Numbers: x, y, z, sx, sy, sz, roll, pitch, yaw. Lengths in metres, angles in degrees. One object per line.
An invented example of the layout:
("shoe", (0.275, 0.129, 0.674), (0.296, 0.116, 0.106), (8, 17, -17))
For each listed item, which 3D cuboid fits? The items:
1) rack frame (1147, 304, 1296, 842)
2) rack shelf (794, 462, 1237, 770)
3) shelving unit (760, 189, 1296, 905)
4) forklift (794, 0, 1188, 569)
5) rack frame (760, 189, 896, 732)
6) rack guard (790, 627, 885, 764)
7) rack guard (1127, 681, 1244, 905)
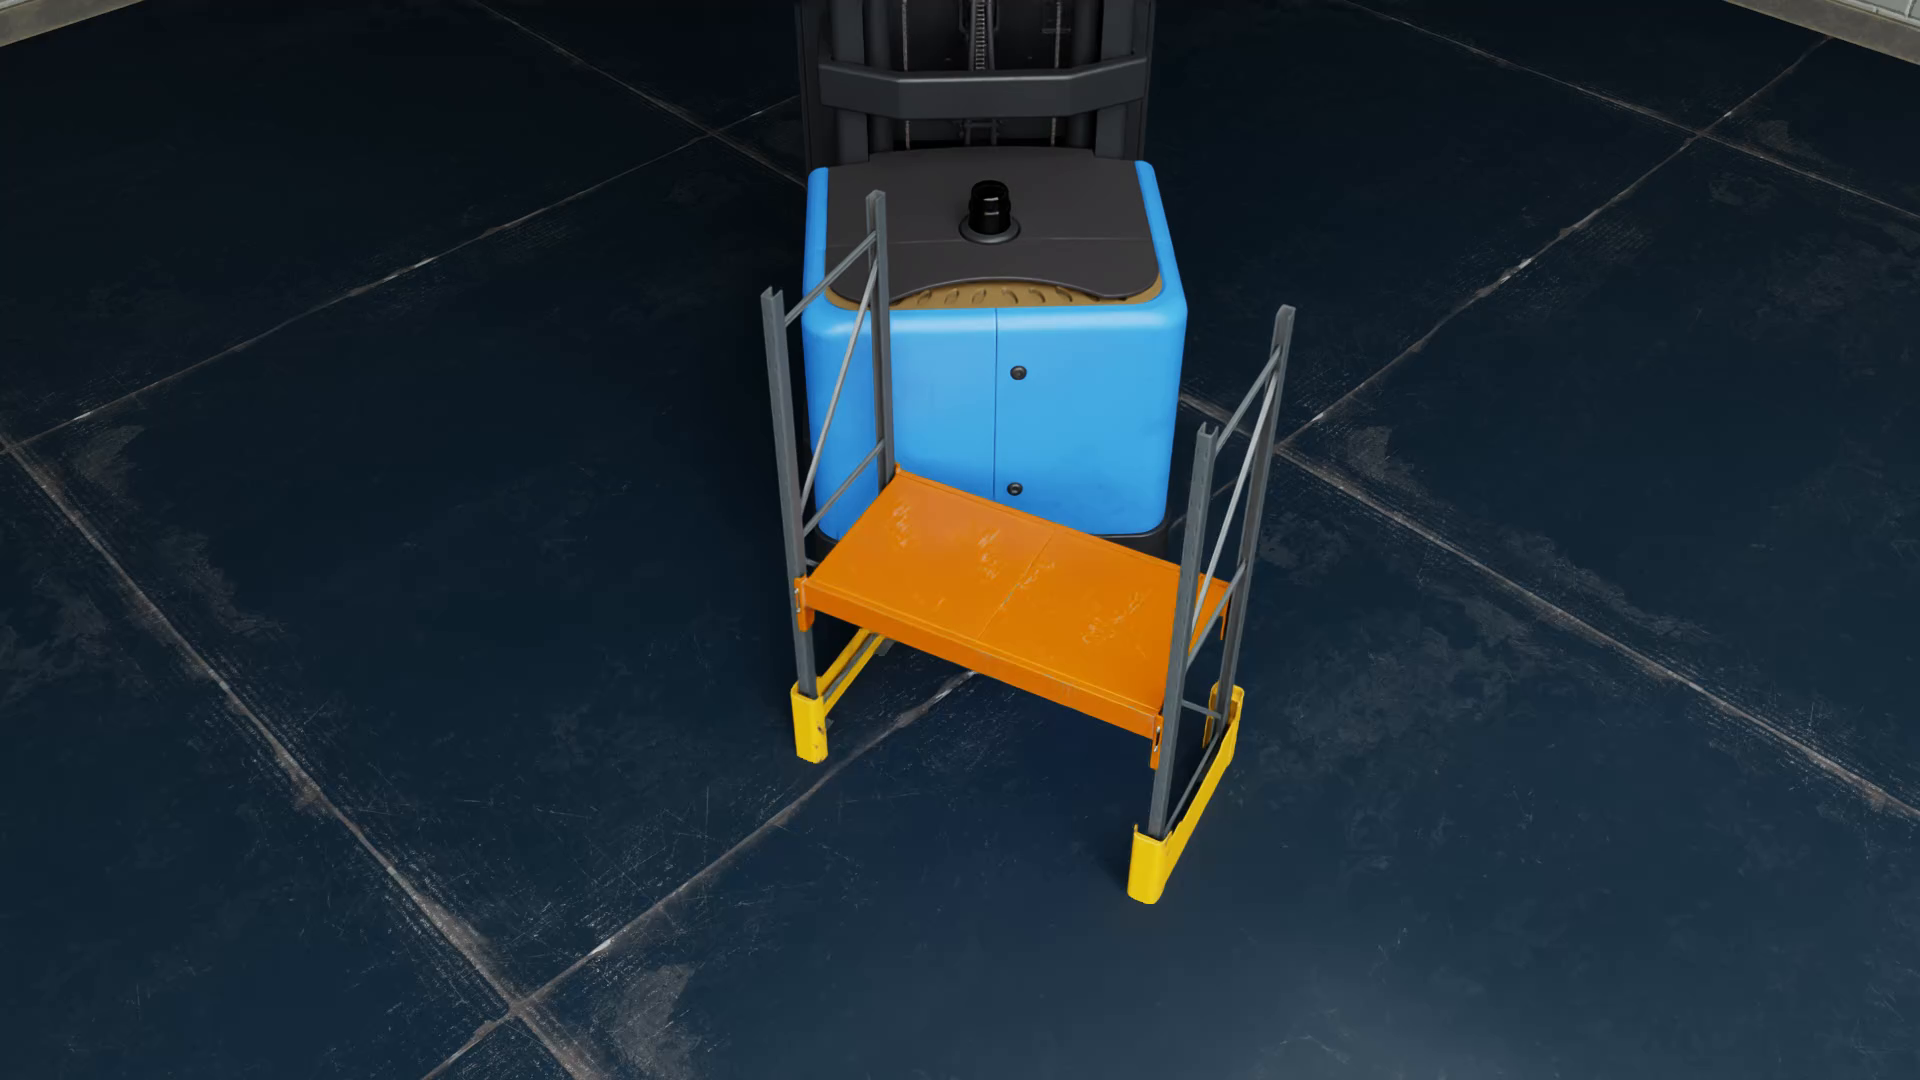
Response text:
("rack frame", (0.595, 0.196, 3.933), (0.032, 1.500, 0.500), (20, 46, 20))
("rack shelf", (0.145, 0.168, 4.229), (1.000, 0.185, 0.538), (20, 46, 20))
("shelving unit", (0.153, 0.038, 4.103), (1.083, 1.500, 0.587), (20, 46, 20))
("forklift", (0.035, -1.873, 5.117), (1.130, 2.935, 3.031), (-2, 43, -2))
("rack frame", (-0.305, -0.125, 4.280), (0.032, 1.500, 0.500), (20, 46, 20))
("rack guard", (-0.288, 0.340, 4.698), (0.087, 0.250, 0.587), (20, 46, 20))
("rack guard", (0.594, 0.655, 4.357), (0.087, 0.250, 0.587), (20, 46, 20))
